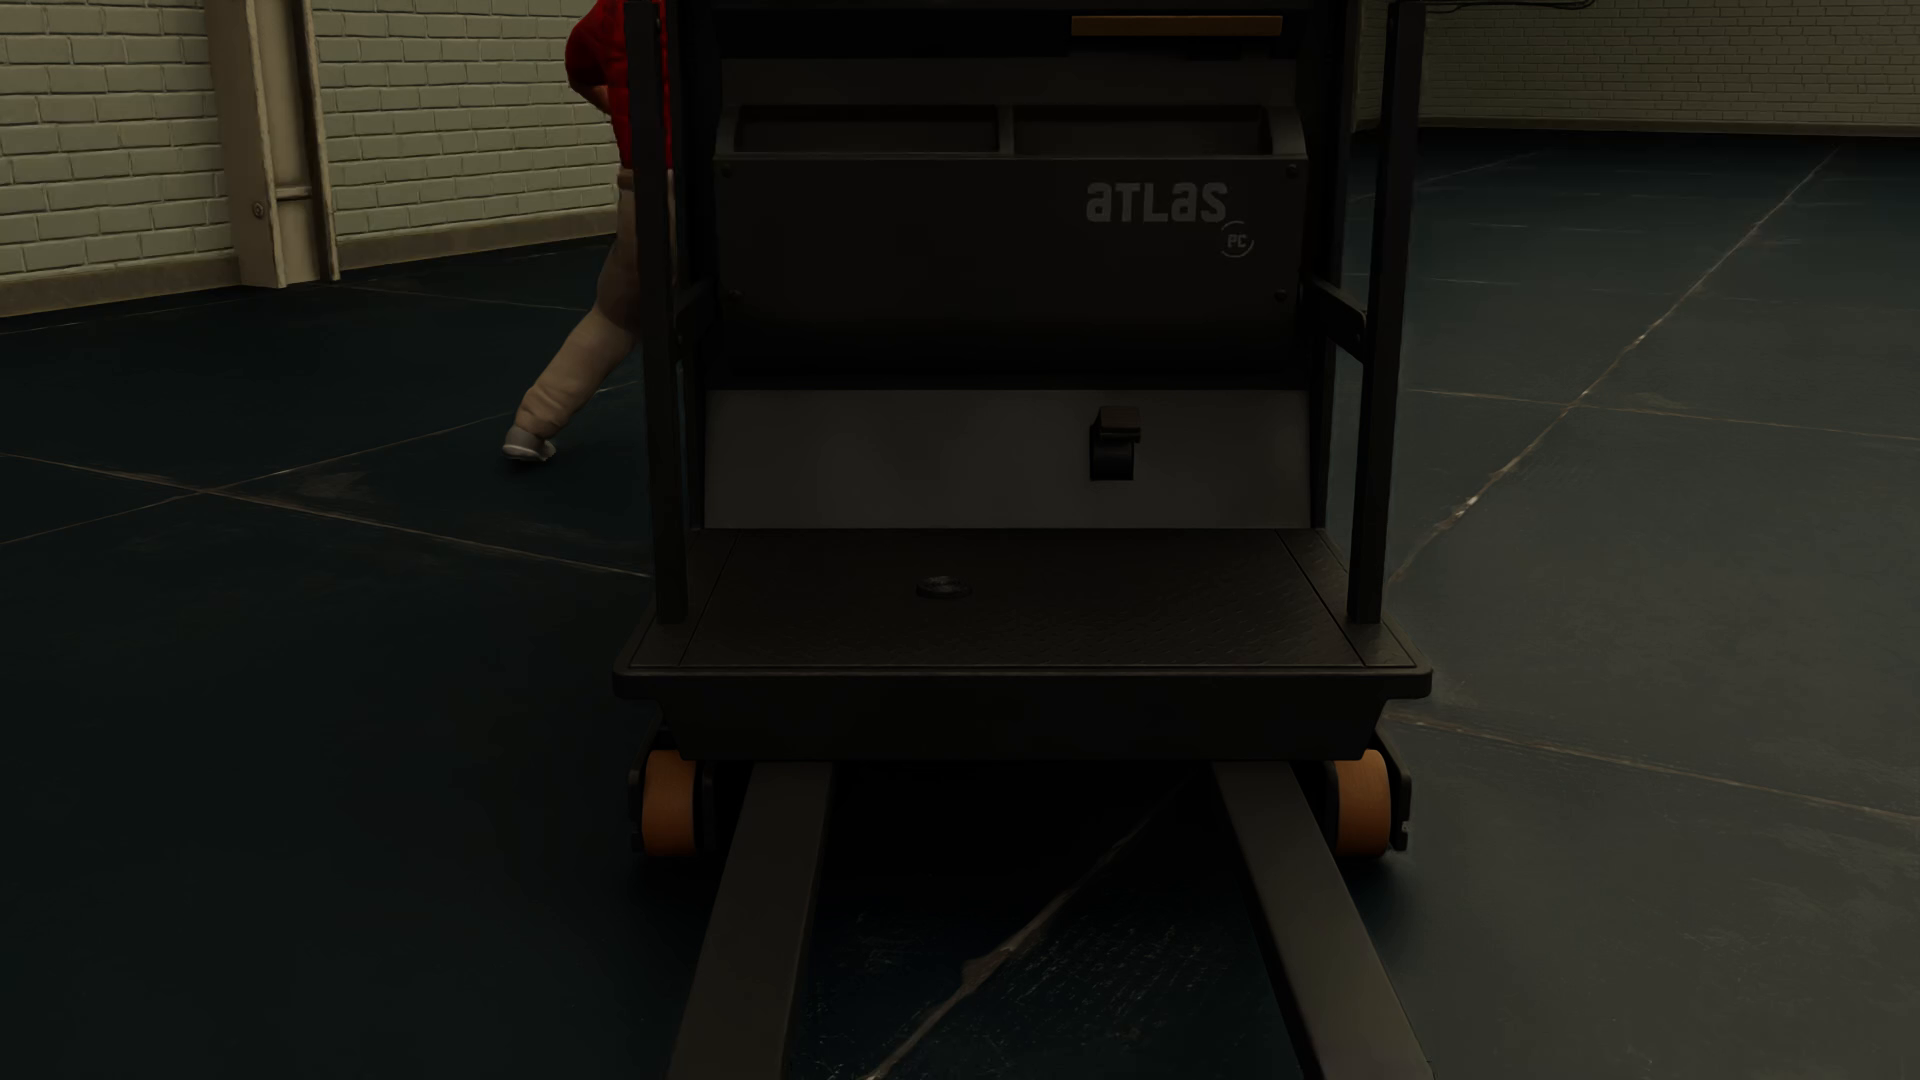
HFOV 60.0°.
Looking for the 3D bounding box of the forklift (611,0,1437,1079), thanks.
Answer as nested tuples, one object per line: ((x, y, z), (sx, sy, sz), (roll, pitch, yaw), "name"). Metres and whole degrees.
((0.082, -1.023, 2.324), (1.130, 2.935, 3.031), (0, 16, 0), "forklift")

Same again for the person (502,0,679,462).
((-0.703, -0.964, 4.646), (1.046, 1.573, 0.986), (13, 21, 36), "person")
